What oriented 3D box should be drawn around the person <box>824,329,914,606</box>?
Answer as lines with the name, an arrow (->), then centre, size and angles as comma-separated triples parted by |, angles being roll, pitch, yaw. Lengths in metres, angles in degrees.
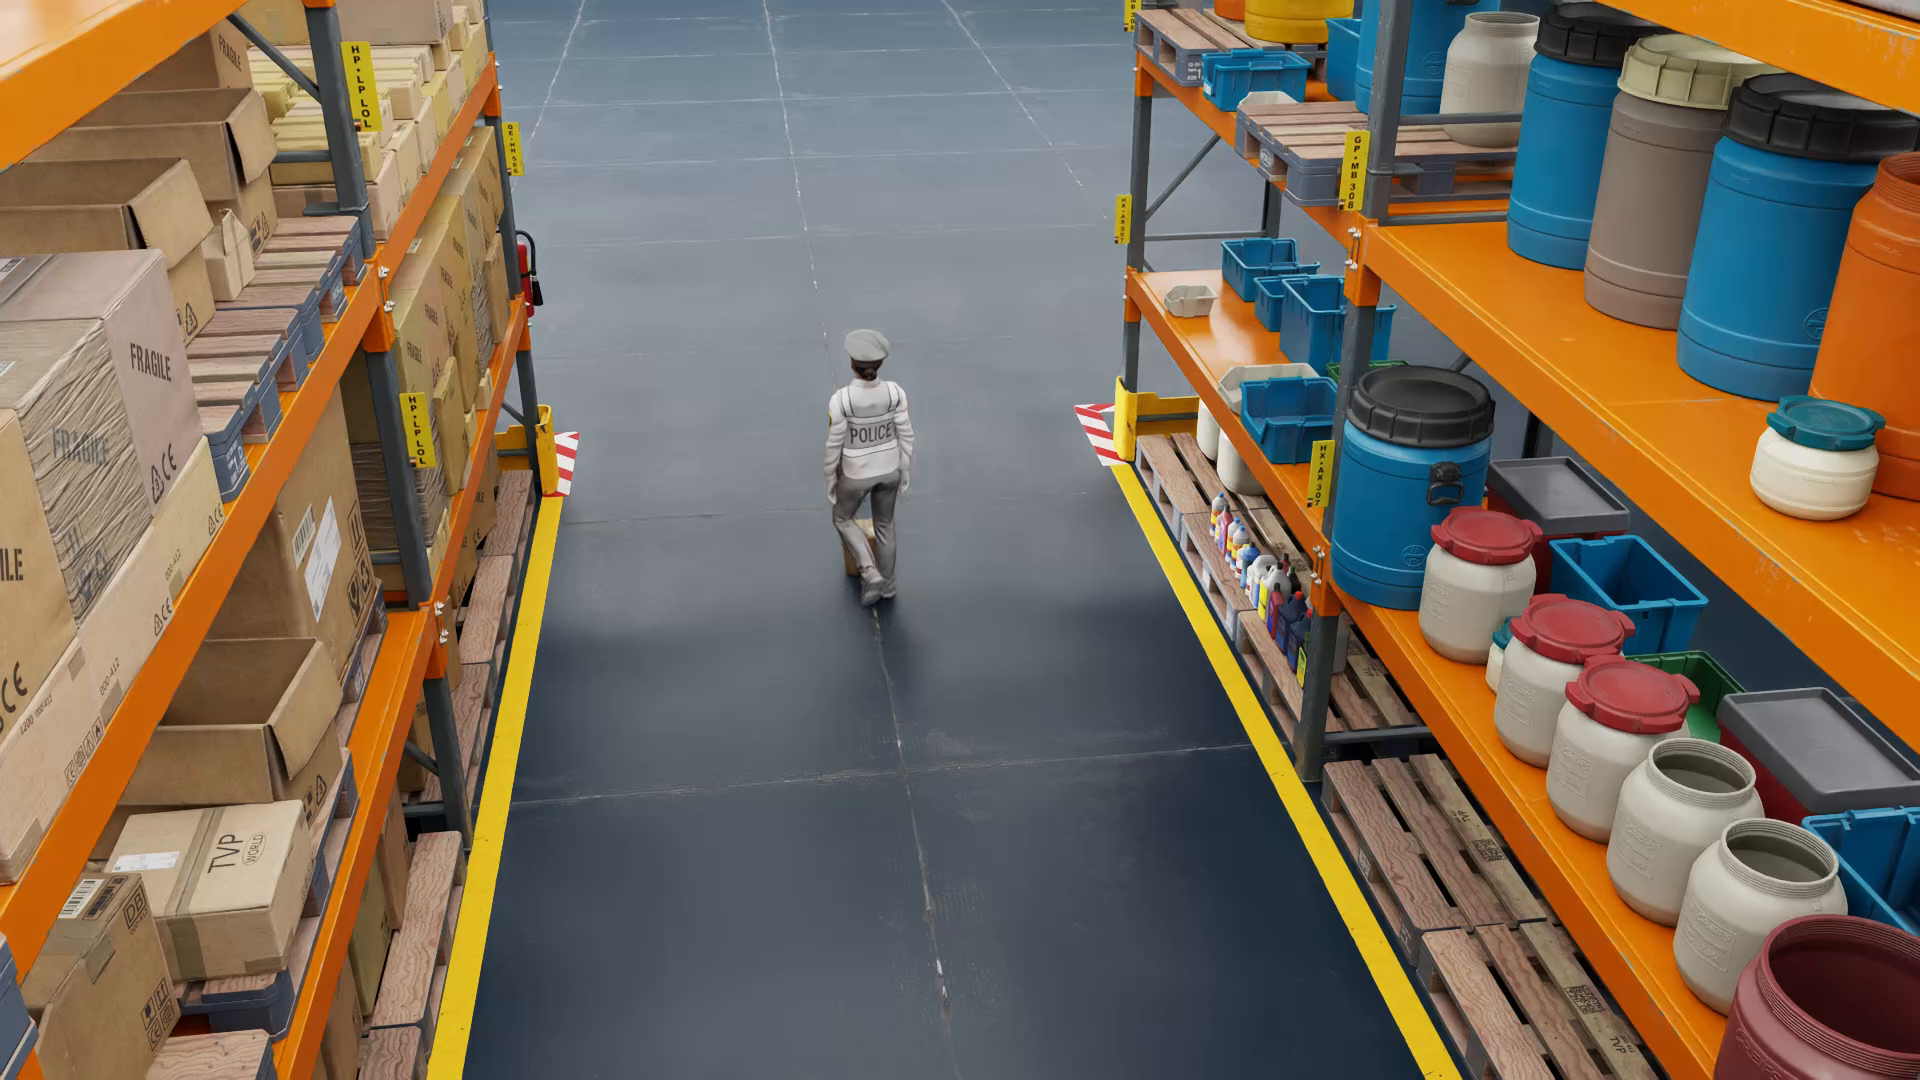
person -> -0.513, -0.378, 9.310 | 0.506, 1.683, 0.535 | -11, 29, -20
